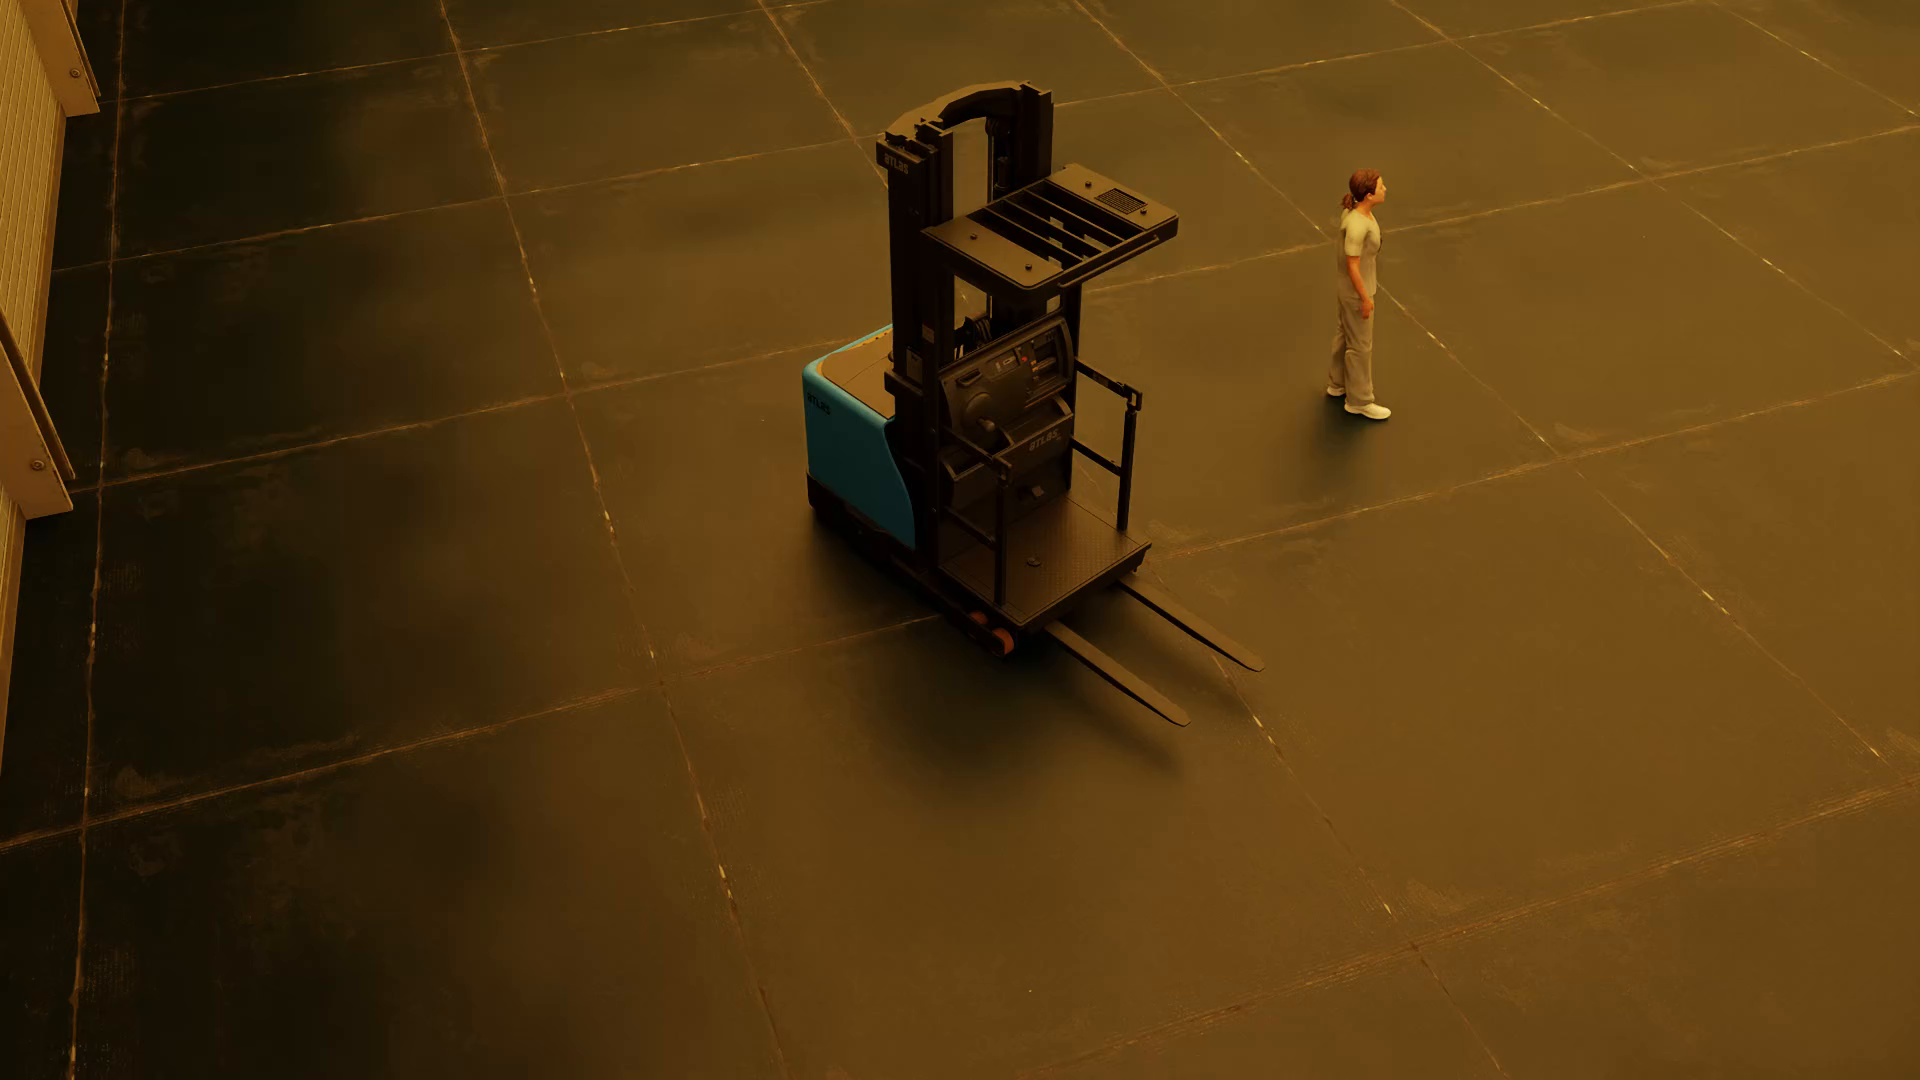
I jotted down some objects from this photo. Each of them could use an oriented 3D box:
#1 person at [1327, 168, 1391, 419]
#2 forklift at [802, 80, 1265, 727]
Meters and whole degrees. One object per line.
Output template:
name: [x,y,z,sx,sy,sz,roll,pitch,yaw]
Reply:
person: [2.675,-1.643,10.918,0.549,1.673,0.548,6,40,7]
forklift: [0.409,-0.833,8.988,1.130,2.935,3.031,-30,49,-31]
